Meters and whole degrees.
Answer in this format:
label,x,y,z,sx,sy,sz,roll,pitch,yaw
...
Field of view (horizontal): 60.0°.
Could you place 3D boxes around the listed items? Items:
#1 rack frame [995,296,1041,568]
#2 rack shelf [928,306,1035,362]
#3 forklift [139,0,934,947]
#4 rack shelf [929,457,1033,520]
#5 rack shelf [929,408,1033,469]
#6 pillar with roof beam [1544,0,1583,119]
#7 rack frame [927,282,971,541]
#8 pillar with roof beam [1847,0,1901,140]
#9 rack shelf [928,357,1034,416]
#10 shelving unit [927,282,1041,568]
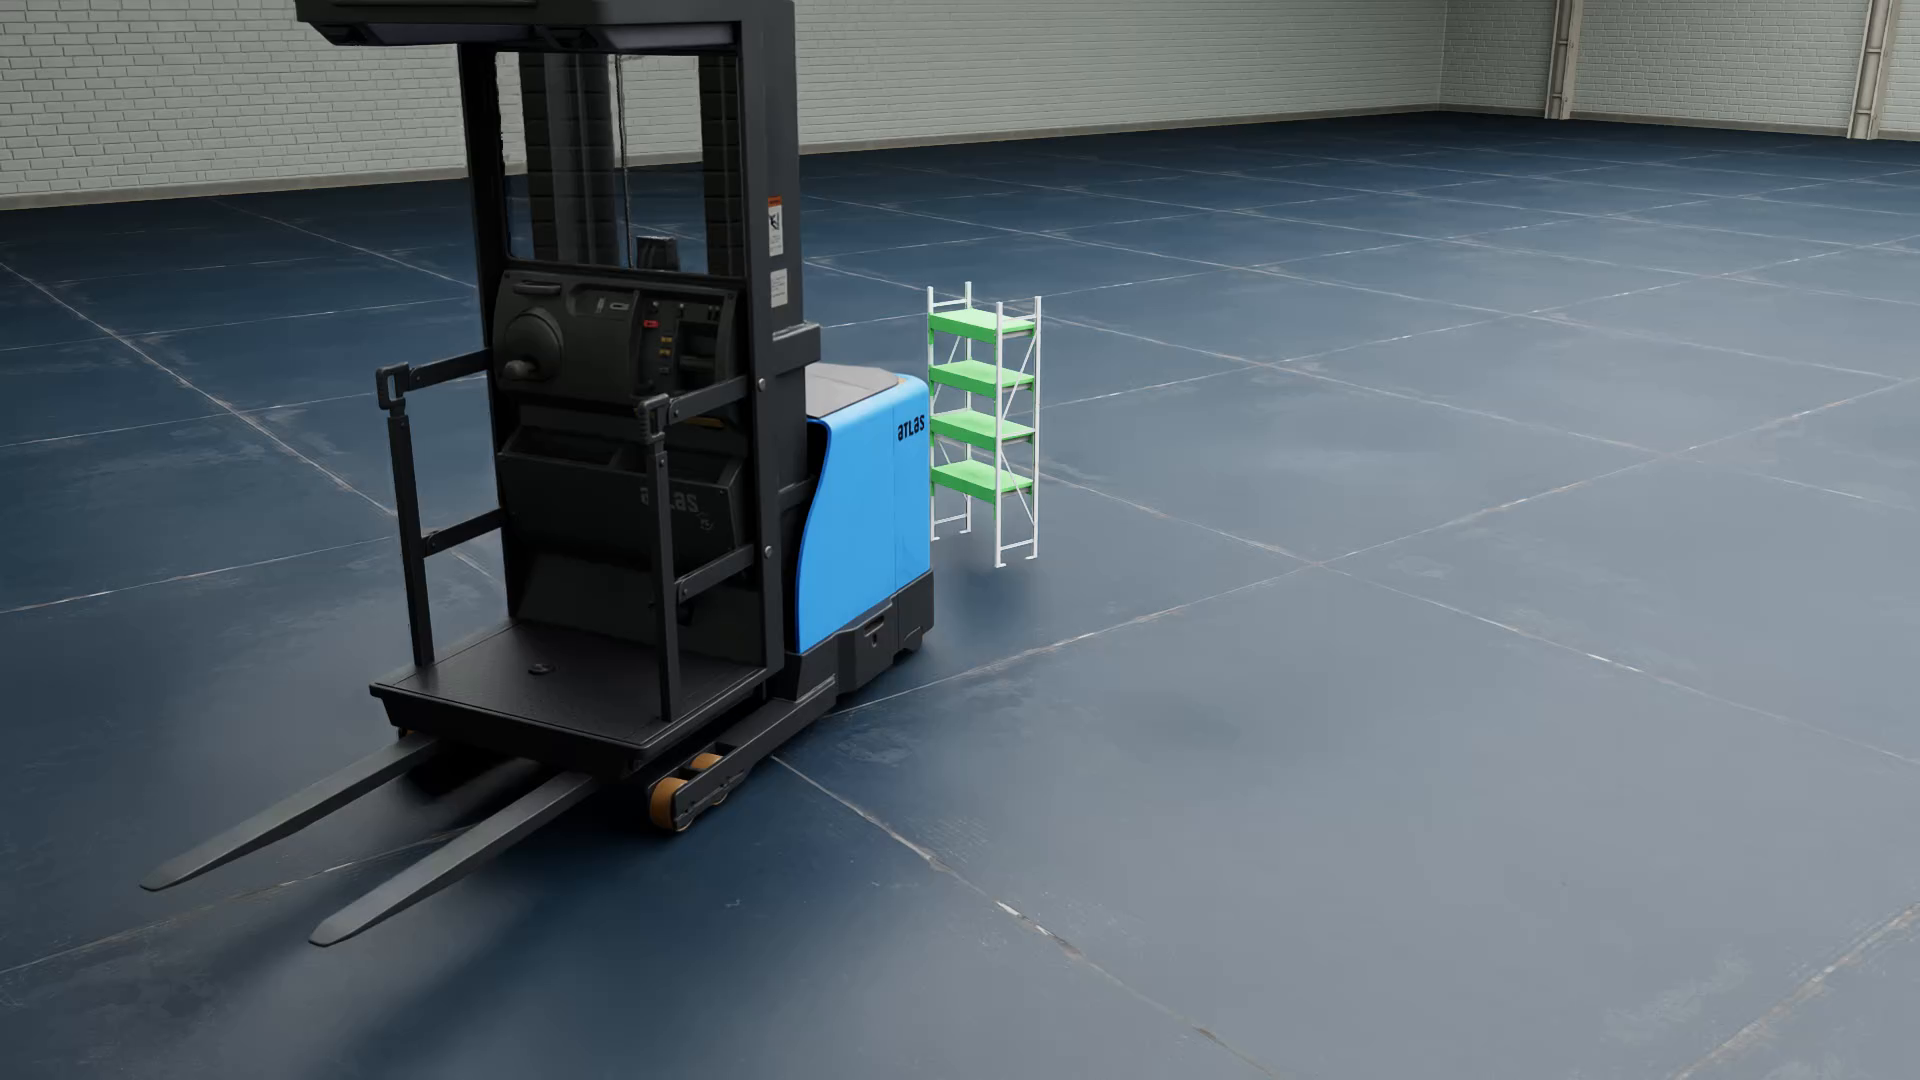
label,x,y,z,sx,sy,sz,roll,pitch,yaw
rack frame,0.254,-0.469,7.369,0.240,1.200,0.015,-14,23,-36
rack shelf,0.103,-0.924,7.420,0.258,0.148,0.480,-14,23,-36
forklift,-1.206,-0.648,5.156,1.130,2.935,3.031,9,20,25
rack shelf,0.103,-0.240,7.646,0.258,0.148,0.480,-14,23,-36
rack shelf,0.103,-0.468,7.571,0.258,0.148,0.480,-14,23,-36
pillar with roof beam,8.670,-11.932,29.582,9.100,9.000,0.400,-14,23,-36
rack frame,-0.049,-0.589,7.732,0.240,1.200,0.015,-14,23,-36
pillar with roof beam,12.395,-10.454,25.117,9.100,9.000,0.400,-14,23,-36
rack shelf,0.103,-0.696,7.495,0.258,0.148,0.480,-14,23,-36
shelving unit,0.103,-0.529,7.551,0.258,1.200,0.503,-14,23,-36
